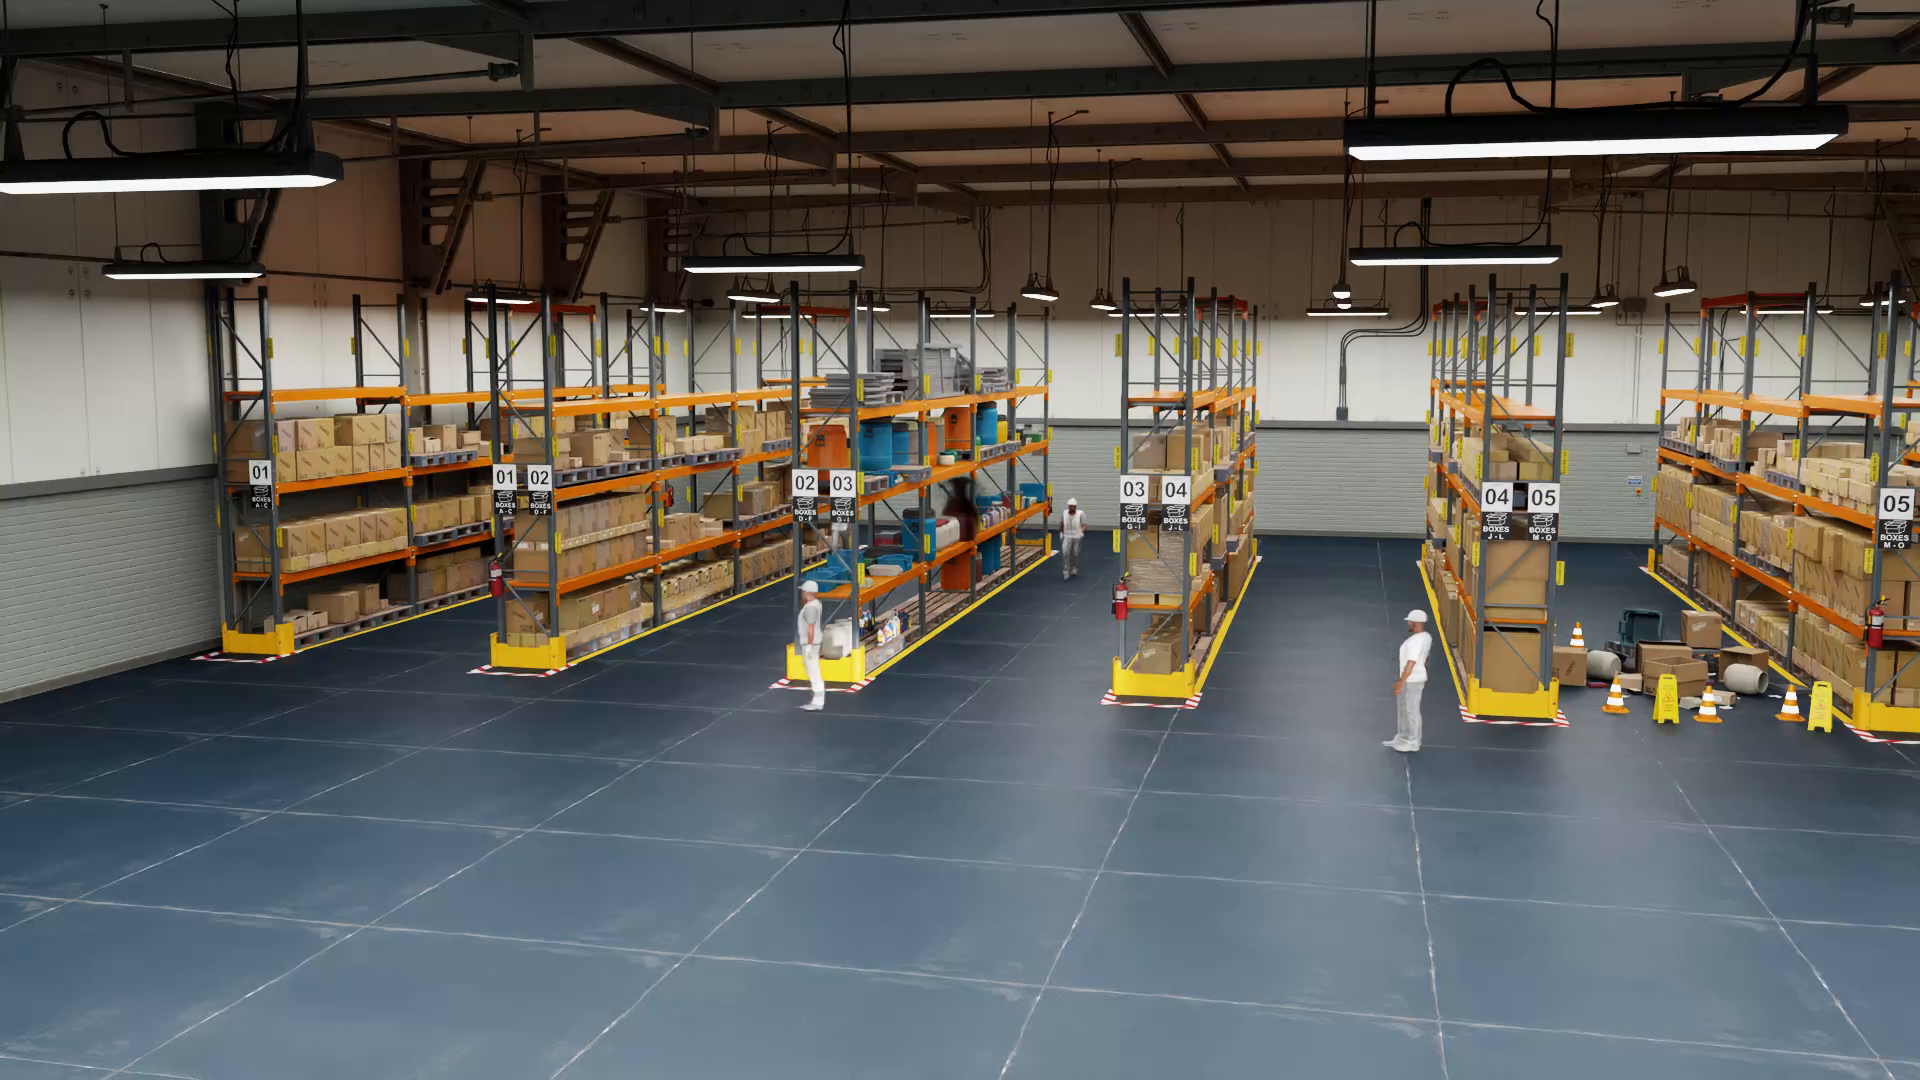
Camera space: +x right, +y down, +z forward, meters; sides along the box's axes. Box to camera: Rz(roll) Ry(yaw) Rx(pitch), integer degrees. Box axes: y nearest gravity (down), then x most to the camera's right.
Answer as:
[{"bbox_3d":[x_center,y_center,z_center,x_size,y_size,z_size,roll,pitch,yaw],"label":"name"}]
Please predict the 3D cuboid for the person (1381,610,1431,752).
[{"bbox_3d":[5.595,1.752,20.707,0.545,1.776,0.584,0,7,3],"label":"person"}]

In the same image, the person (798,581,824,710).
[{"bbox_3d":[-2.076,1.466,23.111,0.353,1.820,0.676,0,7,-4],"label":"person"}]

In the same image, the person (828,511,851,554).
[{"bbox_3d":[-2.607,-0.200,35.910,0.521,1.635,0.902,1,7,7],"label":"person"}]

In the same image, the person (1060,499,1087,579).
[{"bbox_3d":[2.479,-0.020,36.544,0.624,1.803,0.876,1,7,12],"label":"person"}]
